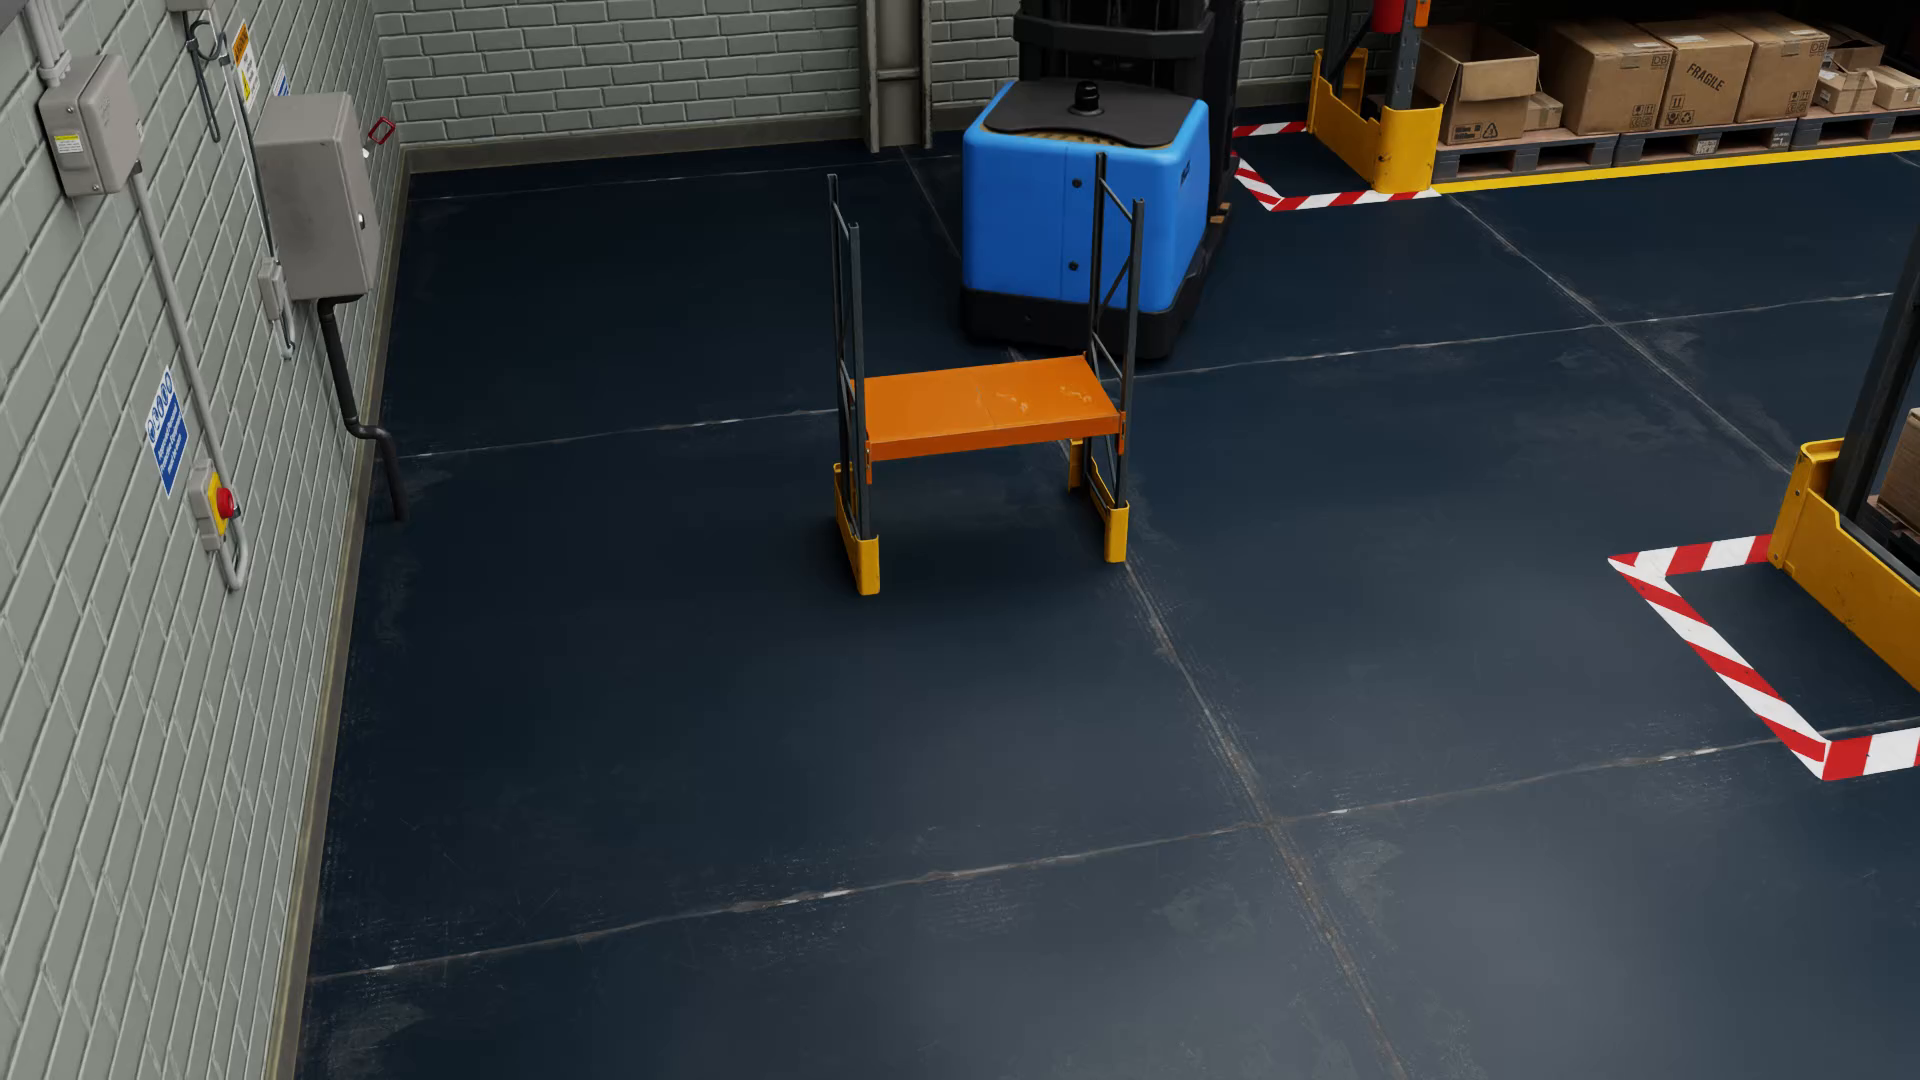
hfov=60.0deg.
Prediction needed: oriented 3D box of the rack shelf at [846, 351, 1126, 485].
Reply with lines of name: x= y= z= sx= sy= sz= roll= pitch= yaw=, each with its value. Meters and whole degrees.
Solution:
rack shelf: x=0.083 y=-0.484 z=6.448 sx=1.000 sy=0.185 sz=0.538 roll=-7 pitch=35 yaw=-11

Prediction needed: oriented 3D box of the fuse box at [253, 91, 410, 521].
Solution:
fuse box: x=-2.287 y=-0.823 z=6.441 sx=0.414 sy=1.711 sz=0.539 roll=-7 pitch=35 yaw=-11

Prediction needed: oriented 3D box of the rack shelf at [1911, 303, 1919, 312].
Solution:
rack shelf: x=5.480 y=-0.852 z=5.973 sx=4.000 sy=0.370 sz=1.077 roll=-7 pitch=35 yaw=-11

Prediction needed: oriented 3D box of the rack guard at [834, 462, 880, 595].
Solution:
rack guard: x=-0.411 y=-0.052 z=6.603 sx=0.087 sy=0.250 sz=0.587 roll=-7 pitch=35 yaw=-11

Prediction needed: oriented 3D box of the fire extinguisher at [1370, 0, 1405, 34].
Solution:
fire extinguisher: x=2.389 y=-3.145 z=9.149 sx=0.183 sy=0.674 sz=0.296 roll=-7 pitch=35 yaw=-11

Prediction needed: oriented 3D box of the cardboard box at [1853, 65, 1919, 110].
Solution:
cardboard box: x=5.853 y=-2.856 z=10.495 sx=0.250 sy=0.149 sz=0.380 roll=-8 pitch=35 yaw=-12

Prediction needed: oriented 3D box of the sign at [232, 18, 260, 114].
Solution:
sign: x=-2.476 y=-1.646 z=5.769 sx=0.001 sy=0.242 sz=0.339 roll=-7 pitch=35 yaw=-11

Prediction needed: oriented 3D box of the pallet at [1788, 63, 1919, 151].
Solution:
pallet: x=5.662 y=-2.852 z=10.810 sx=1.213 sy=0.211 sz=1.003 roll=-7 pitch=35 yaw=-11

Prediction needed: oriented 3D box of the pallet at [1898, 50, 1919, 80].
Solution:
pallet: x=7.117 y=-3.056 z=11.115 sx=1.213 sy=0.211 sz=1.003 roll=-7 pitch=35 yaw=-11

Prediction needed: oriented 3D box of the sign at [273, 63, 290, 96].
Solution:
sign: x=-2.598 y=-1.562 z=6.471 sx=0.001 sy=0.494 sz=0.329 roll=-7 pitch=35 yaw=-11

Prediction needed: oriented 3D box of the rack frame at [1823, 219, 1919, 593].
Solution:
rack frame: x=3.529 y=-0.904 z=5.406 sx=0.127 sy=3.000 sz=1.000 roll=-7 pitch=35 yaw=-11

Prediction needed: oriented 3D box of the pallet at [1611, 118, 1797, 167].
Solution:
pallet: x=4.470 y=-2.700 z=10.584 sx=1.213 sy=0.211 sz=1.003 roll=-7 pitch=35 yaw=-11

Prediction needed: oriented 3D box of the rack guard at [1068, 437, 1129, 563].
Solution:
rack guard: x=0.560 y=-0.174 z=6.786 sx=0.087 sy=0.250 sz=0.587 roll=-7 pitch=35 yaw=-11

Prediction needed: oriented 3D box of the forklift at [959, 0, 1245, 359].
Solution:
forklift: x=0.911 y=-2.896 z=8.435 sx=1.130 sy=2.935 sz=3.031 roll=10 pitch=35 yaw=14

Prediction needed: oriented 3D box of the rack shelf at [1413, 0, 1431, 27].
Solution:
rack shelf: x=4.381 y=-3.549 z=9.992 sx=4.000 sy=0.370 sz=1.077 roll=-7 pitch=35 yaw=-11

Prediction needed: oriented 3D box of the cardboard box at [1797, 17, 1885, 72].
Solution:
cardboard box: x=5.635 y=-3.199 z=10.861 sx=0.500 sy=0.311 sz=0.500 roll=-6 pitch=34 yaw=-9

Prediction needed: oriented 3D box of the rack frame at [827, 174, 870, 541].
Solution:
rack frame: x=-0.413 y=-0.571 z=6.255 sx=0.032 sy=1.500 sz=0.500 roll=-7 pitch=35 yaw=-11

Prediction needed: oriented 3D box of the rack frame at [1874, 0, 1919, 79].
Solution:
rack frame: x=6.332 y=-4.093 z=10.158 sx=0.127 sy=3.000 sz=1.000 roll=-7 pitch=35 yaw=-11

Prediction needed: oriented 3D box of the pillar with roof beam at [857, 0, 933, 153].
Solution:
pillar with roof beam: x=0.552 y=-3.911 z=4.503 sx=0.400 sy=9.000 sz=9.100 roll=-7 pitch=35 yaw=-11

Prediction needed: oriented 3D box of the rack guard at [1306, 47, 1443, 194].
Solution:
rack guard: x=2.505 y=-2.573 z=10.136 sx=0.348 sy=0.500 sz=1.175 roll=-7 pitch=35 yaw=-11

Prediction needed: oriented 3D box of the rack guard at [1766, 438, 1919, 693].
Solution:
rack guard: x=3.506 y=0.136 z=6.098 sx=0.348 sy=0.500 sz=1.175 roll=-7 pitch=35 yaw=-11

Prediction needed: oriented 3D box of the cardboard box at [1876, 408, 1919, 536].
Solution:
cardboard box: x=4.151 y=-0.150 z=6.205 sx=0.875 sy=0.438 sz=0.875 roll=-8 pitch=35 yaw=-12

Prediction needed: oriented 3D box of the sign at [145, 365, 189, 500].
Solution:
sign: x=-2.014 y=-0.277 z=4.228 sx=0.001 sy=0.218 sz=0.327 roll=-7 pitch=35 yaw=-11

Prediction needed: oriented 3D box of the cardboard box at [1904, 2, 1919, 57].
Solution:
cardboard box: x=6.746 y=-3.451 z=11.067 sx=0.500 sy=0.500 sz=0.500 roll=-7 pitch=35 yaw=-11

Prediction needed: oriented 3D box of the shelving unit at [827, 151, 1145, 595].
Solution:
shelving unit: x=0.074 y=-0.632 z=6.346 sx=1.083 sy=1.500 sz=0.587 roll=-7 pitch=35 yaw=-11

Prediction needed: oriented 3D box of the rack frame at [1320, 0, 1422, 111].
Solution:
rack frame: x=2.431 y=-3.602 z=9.425 sx=0.127 sy=3.000 sz=1.000 roll=-7 pitch=35 yaw=-11

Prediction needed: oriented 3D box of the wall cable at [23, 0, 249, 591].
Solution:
wall cable: x=-1.965 y=-0.633 z=4.062 sx=0.123 sy=1.953 sz=0.585 roll=-7 pitch=35 yaw=-11

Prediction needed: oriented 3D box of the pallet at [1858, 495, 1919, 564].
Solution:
pallet: x=4.292 y=0.113 z=6.393 sx=1.213 sy=0.211 sz=1.003 roll=-7 pitch=35 yaw=-11

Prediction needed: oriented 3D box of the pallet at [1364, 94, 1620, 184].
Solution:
pallet: x=3.282 y=-2.552 z=10.363 sx=1.213 sy=0.211 sz=1.003 roll=-7 pitch=35 yaw=-11

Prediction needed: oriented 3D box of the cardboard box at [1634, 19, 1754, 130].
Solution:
cardboard box: x=4.428 y=-2.856 z=10.181 sx=0.500 sy=0.500 sz=0.500 roll=-7 pitch=34 yaw=-10

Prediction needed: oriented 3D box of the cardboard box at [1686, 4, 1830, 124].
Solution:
cardboard box: x=4.903 y=-2.973 z=10.355 sx=0.500 sy=0.500 sz=0.700 roll=-8 pitch=35 yaw=-12

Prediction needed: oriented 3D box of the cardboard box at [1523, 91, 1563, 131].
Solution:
cardboard box: x=3.471 y=-2.647 z=10.184 sx=0.250 sy=0.149 sz=0.380 roll=-9 pitch=35 yaw=-12

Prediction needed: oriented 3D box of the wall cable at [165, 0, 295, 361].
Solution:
wall cable: x=-2.290 y=-1.390 z=5.217 sx=0.122 sy=1.984 sz=0.588 roll=-7 pitch=35 yaw=-11

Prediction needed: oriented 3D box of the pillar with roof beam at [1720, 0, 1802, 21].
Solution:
pillar with roof beam: x=6.404 y=-4.649 z=5.602 sx=0.400 sy=9.000 sz=9.100 roll=-7 pitch=35 yaw=-11

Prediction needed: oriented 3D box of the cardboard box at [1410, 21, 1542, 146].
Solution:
cardboard box: x=3.048 y=-2.763 z=10.039 sx=0.637 sy=0.503 sz=0.797 roll=-9 pitch=35 yaw=-12

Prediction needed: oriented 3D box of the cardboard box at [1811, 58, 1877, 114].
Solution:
cardboard box: x=5.505 y=-2.860 z=10.397 sx=0.258 sy=0.266 sz=0.396 roll=-6 pitch=34 yaw=-9

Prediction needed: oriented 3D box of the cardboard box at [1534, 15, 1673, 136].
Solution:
cardboard box: x=3.890 y=-2.846 z=10.165 sx=0.500 sy=0.500 sz=0.700 roll=-6 pitch=34 yaw=-9

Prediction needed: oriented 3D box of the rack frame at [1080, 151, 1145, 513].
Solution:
rack frame: x=0.579 y=-0.696 z=6.441 sx=0.032 sy=1.500 sz=0.500 roll=-7 pitch=35 yaw=-11
